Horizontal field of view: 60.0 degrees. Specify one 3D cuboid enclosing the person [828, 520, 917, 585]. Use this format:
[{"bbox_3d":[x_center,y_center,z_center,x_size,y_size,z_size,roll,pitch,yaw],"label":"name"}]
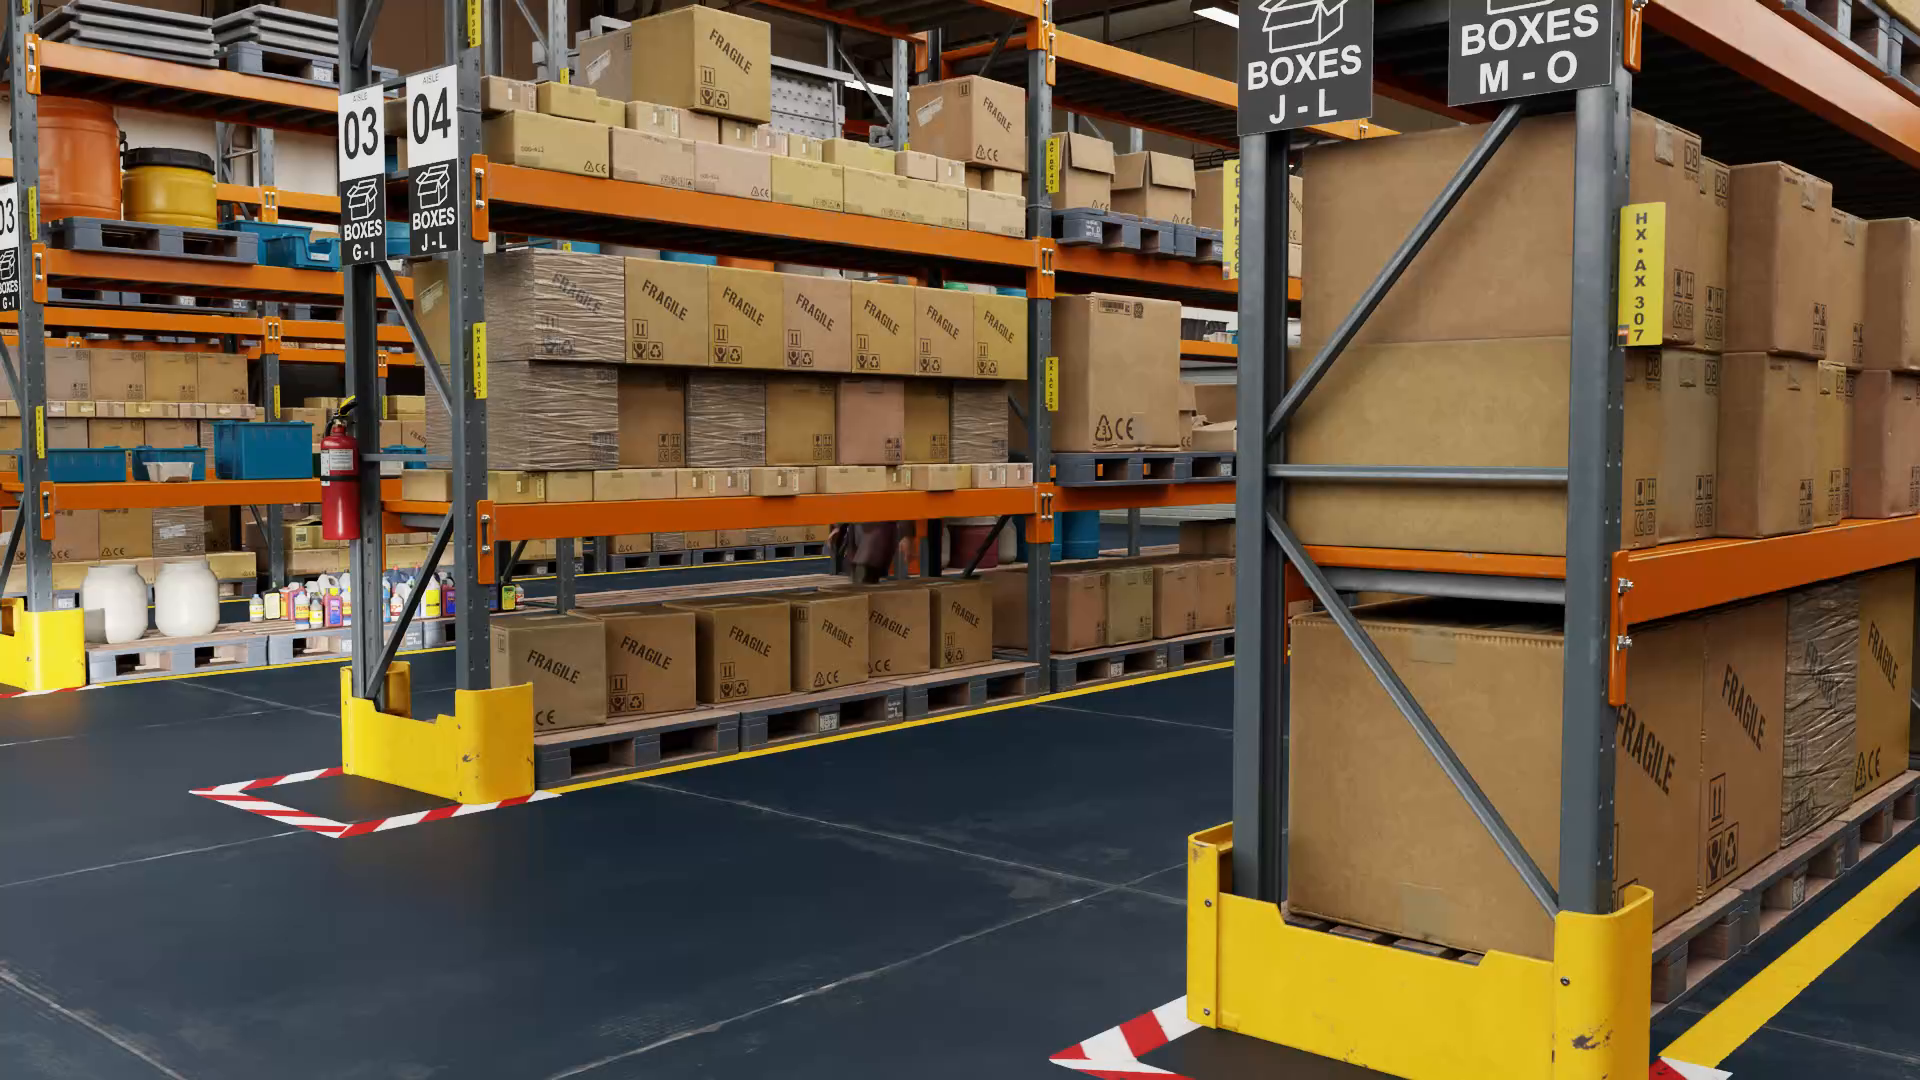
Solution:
[{"bbox_3d":[-0.567,-0.013,11.955,0.805,1.728,0.657,-3,5,-41],"label":"person"}]
